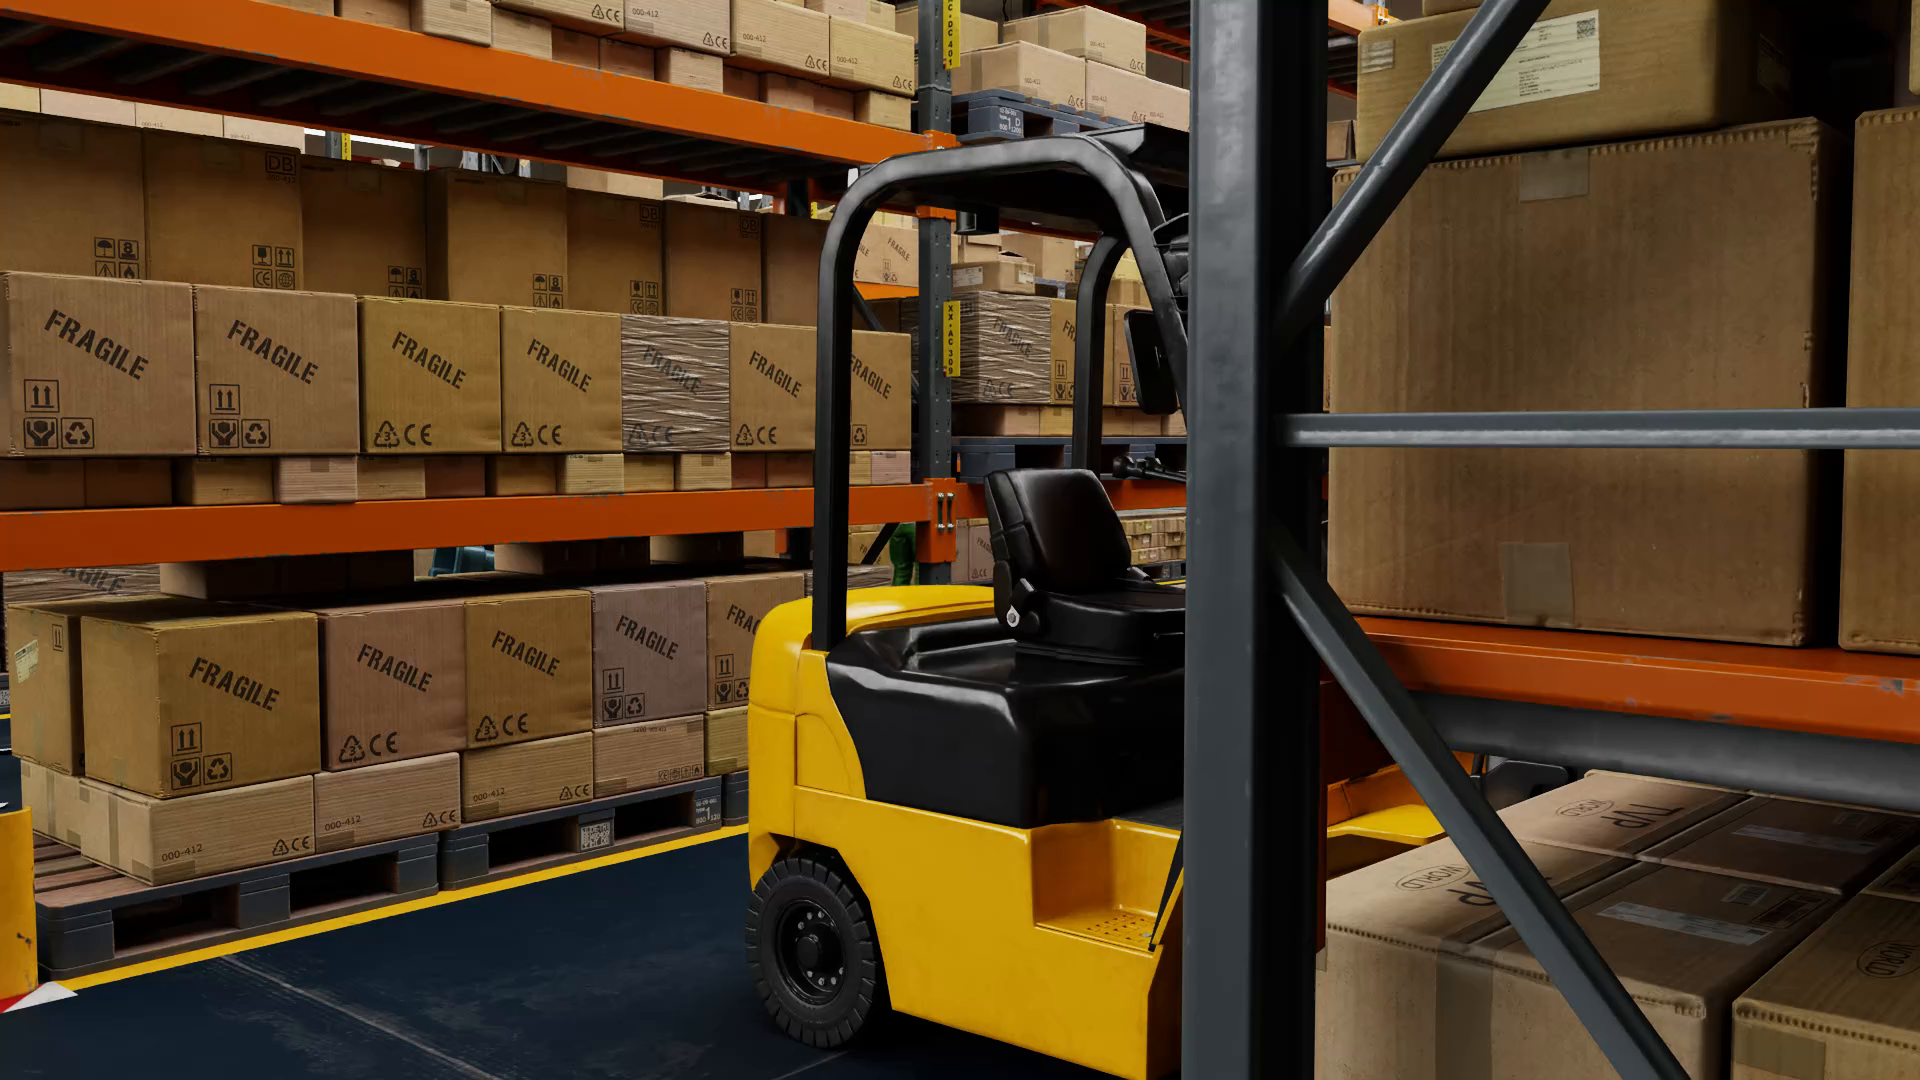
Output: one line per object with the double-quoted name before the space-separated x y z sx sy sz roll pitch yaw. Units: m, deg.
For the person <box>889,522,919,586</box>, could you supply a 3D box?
"person" -0.299 -0.016 12.369 0.494 1.529 0.561 3 5 42
